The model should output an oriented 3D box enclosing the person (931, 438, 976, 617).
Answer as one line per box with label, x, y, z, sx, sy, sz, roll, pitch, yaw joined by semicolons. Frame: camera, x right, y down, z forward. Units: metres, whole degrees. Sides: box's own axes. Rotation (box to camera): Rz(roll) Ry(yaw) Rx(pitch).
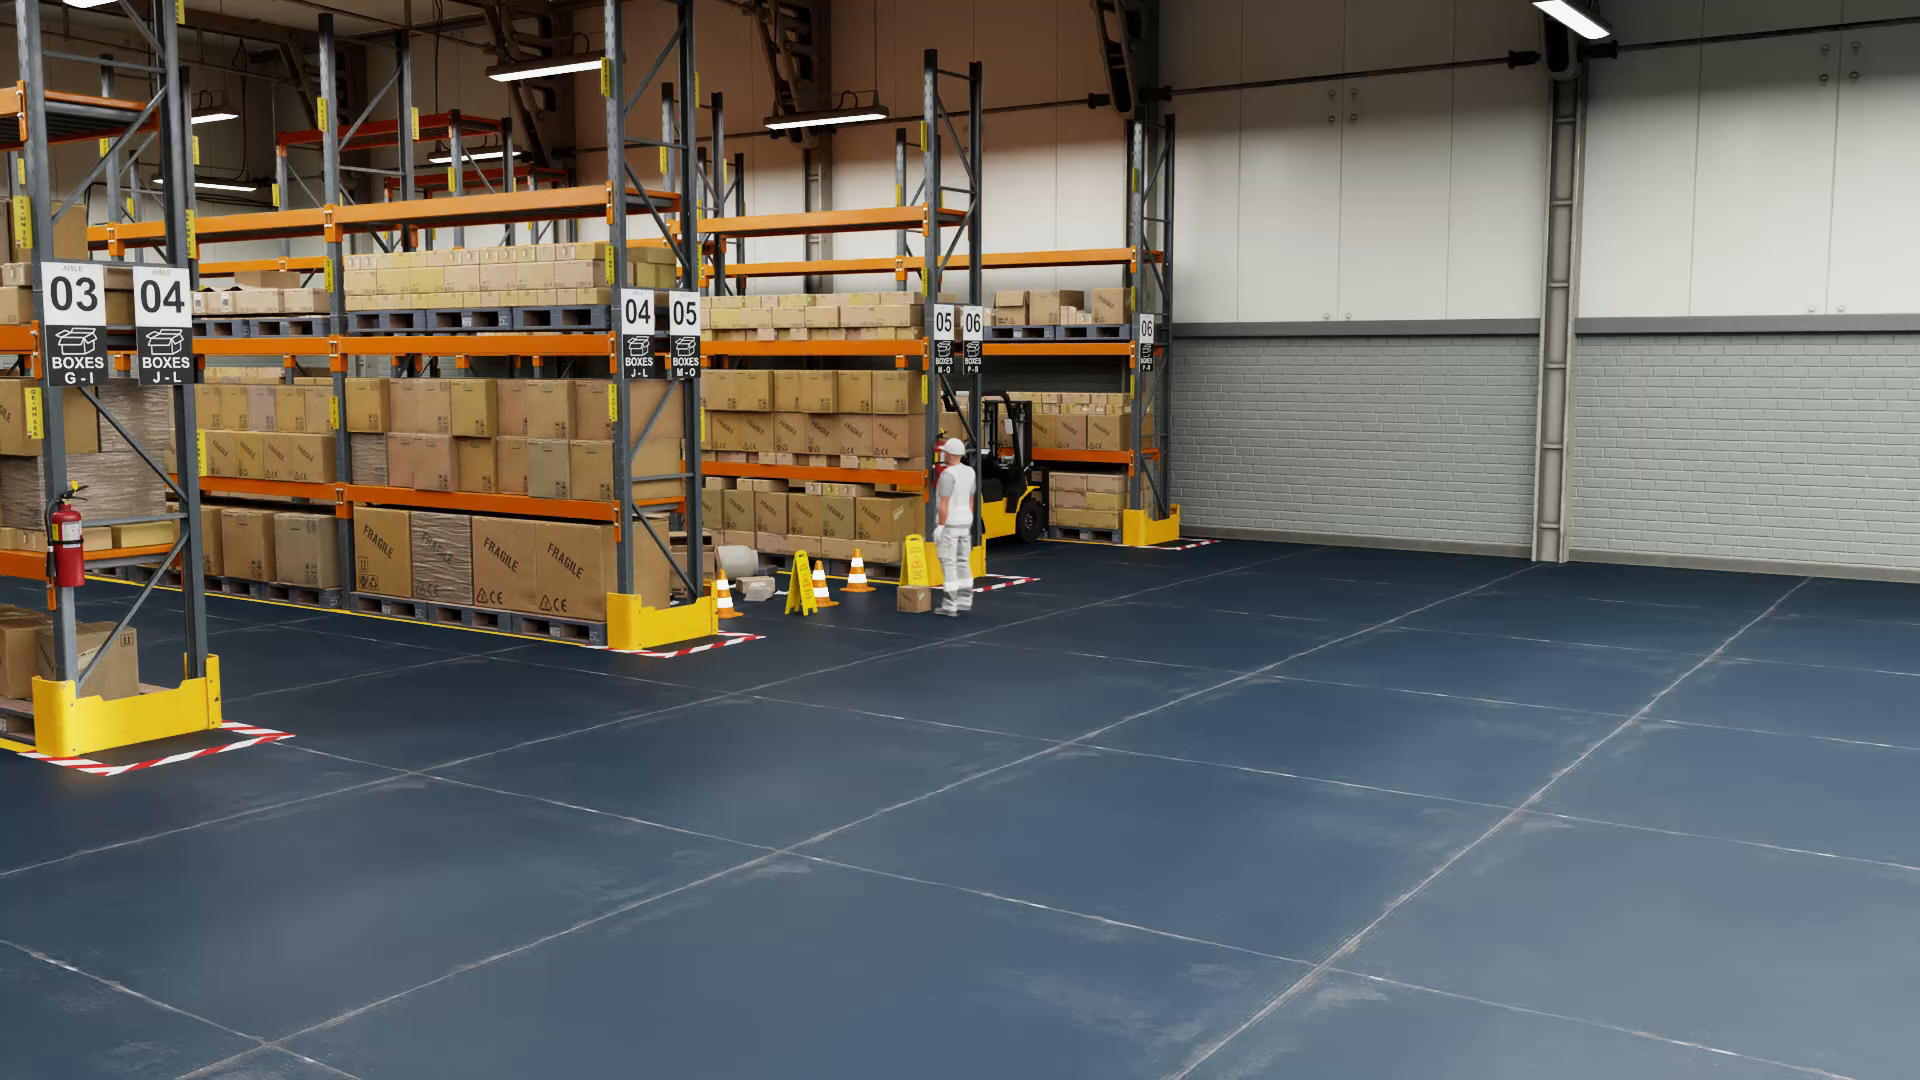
person;-0.108;-0.139;16.833;0.440;1.793;0.576;5;8;39
